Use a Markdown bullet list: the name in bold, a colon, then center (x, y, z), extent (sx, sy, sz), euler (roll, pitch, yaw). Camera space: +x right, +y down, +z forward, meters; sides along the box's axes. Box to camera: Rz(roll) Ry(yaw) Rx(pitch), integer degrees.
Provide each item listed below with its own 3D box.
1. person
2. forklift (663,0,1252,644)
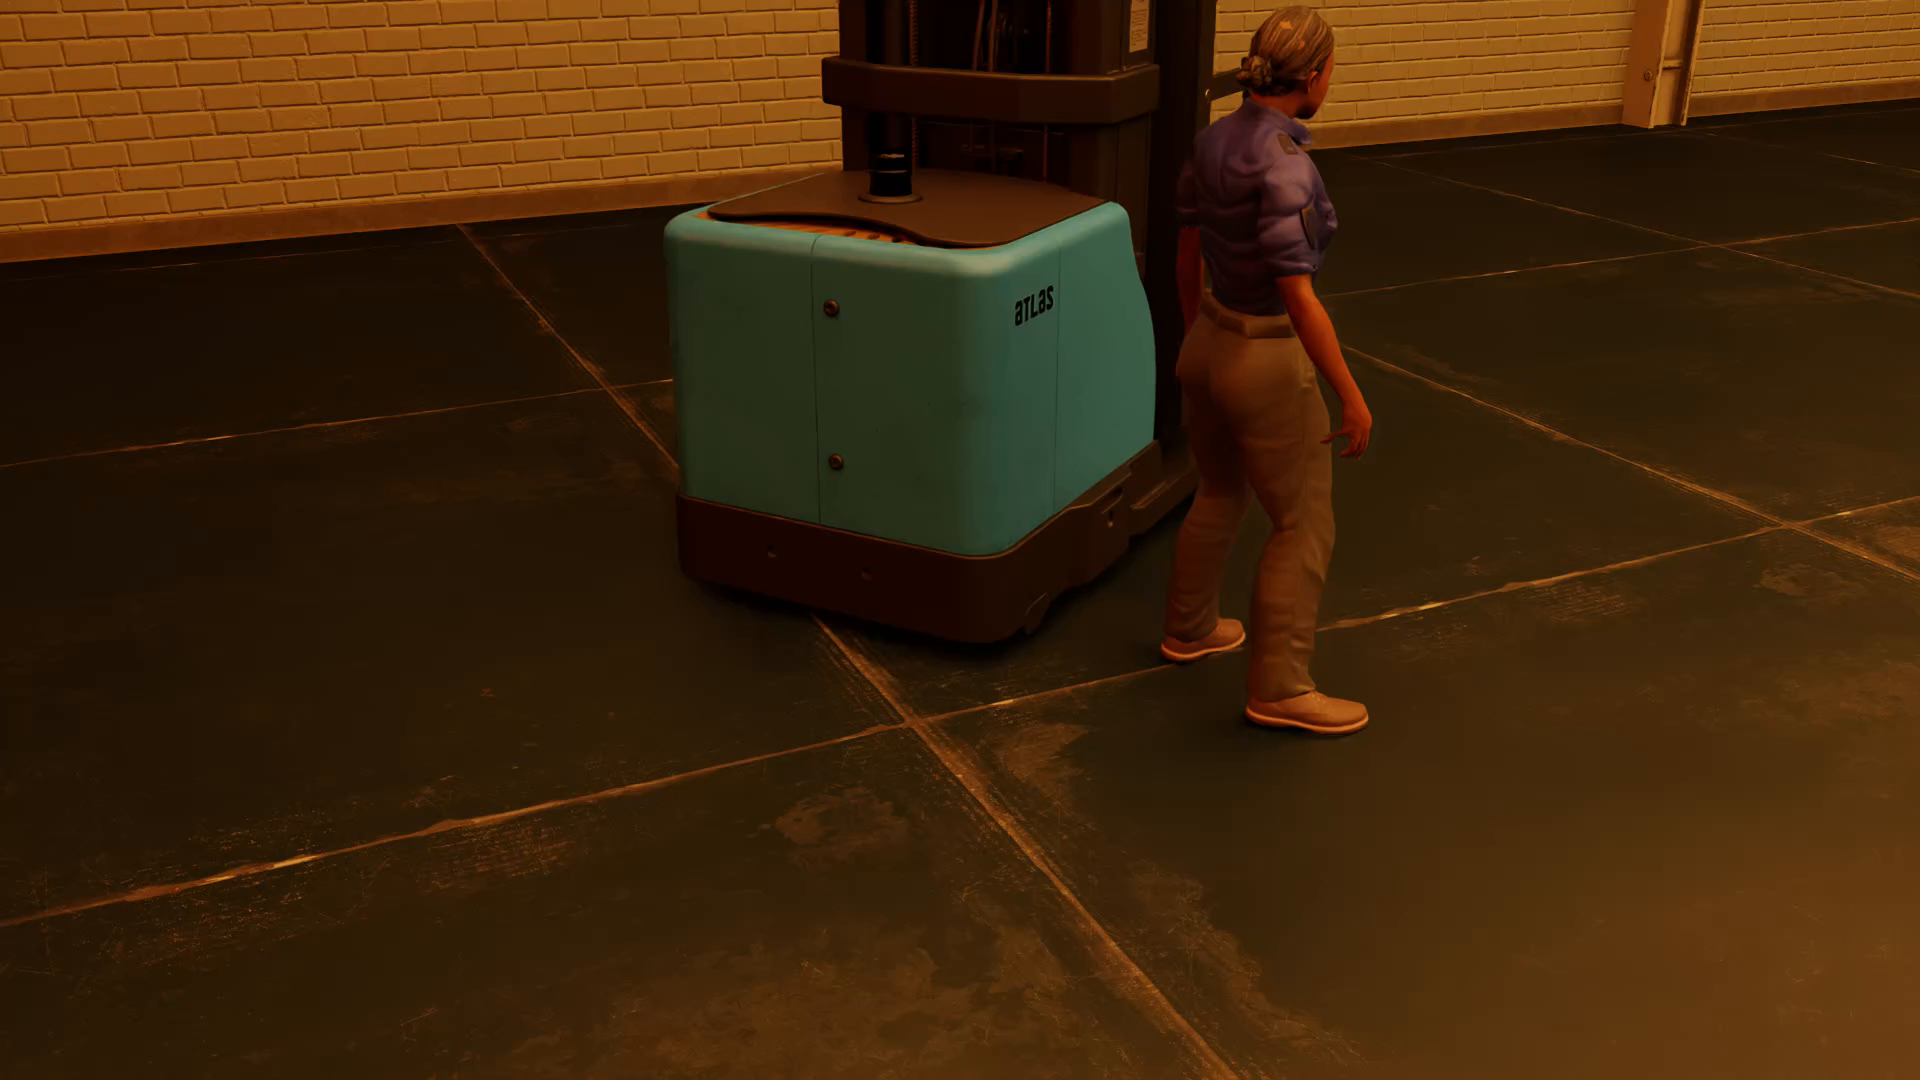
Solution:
- **person**: center (0.731, -0.385, 3.900), extent (0.363, 1.661, 0.650), euler (-8, 24, -18)
- **forklift**: center (0.353, -1.611, 5.164), extent (1.130, 2.935, 3.031), euler (12, 25, 26)
